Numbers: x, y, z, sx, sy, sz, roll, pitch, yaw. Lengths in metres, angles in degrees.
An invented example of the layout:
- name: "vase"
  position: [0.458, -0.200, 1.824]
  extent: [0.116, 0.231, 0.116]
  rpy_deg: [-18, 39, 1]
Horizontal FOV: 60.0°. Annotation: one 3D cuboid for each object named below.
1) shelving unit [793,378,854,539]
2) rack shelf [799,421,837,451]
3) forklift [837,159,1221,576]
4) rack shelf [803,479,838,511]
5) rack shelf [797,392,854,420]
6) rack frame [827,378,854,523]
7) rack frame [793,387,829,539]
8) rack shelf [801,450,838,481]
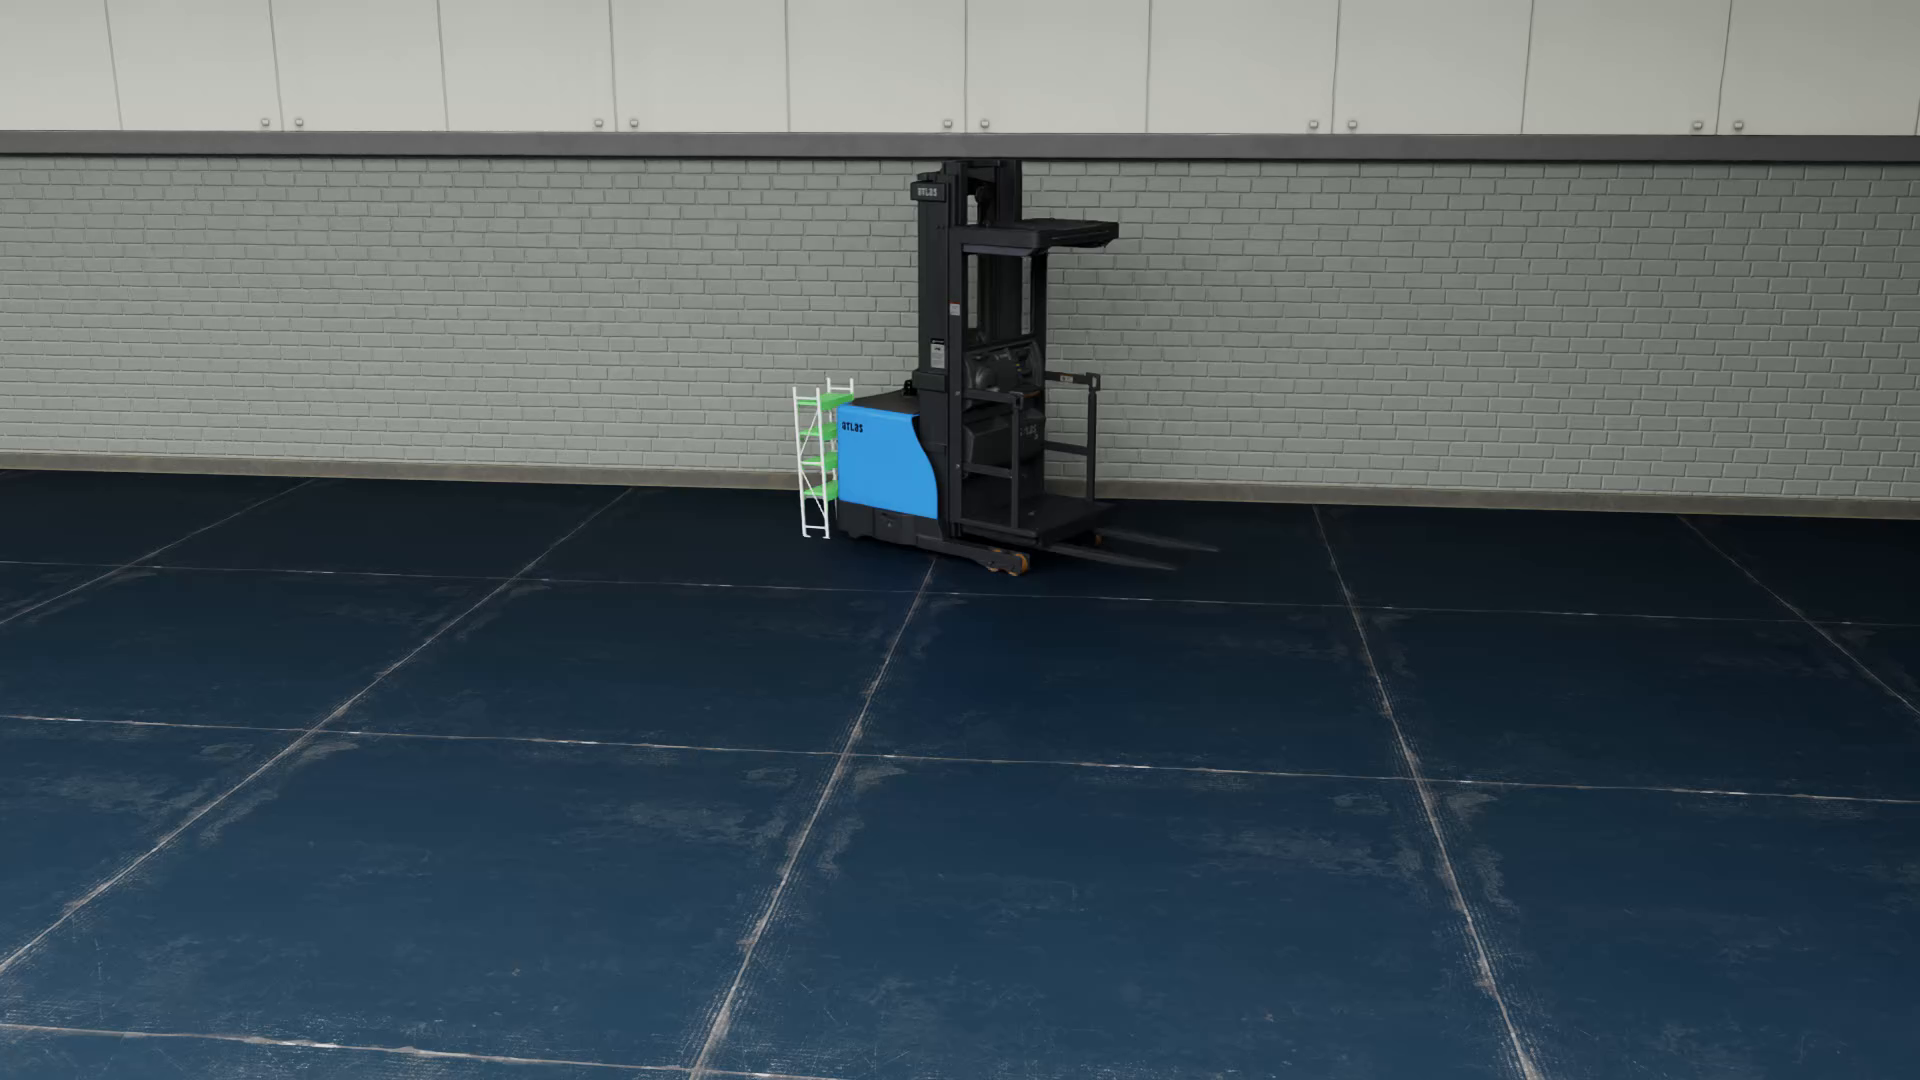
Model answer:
- name: "shelving unit"
  position: [-1.053, -0.659, 13.277]
  extent: [0.258, 1.200, 0.503]
  rpy_deg: [5, 16, 28]
- name: "rack shelf"
  position: [-1.060, -0.830, 13.235]
  extent: [0.258, 0.148, 0.480]
  rpy_deg: [5, 16, 28]
- name: "forklift"
  position: [0.497, -1.305, 12.374]
  extent: [3.031, 2.935, 1.130]
  rpy_deg: [11, 19, 36]
- name: "rack shelf"
  position: [-1.040, -0.364, 13.349]
  extent: [0.258, 0.148, 0.480]
  rpy_deg: [5, 16, 28]
- name: "rack shelf"
  position: [-1.071, -1.063, 13.178]
  extent: [0.258, 0.148, 0.480]
  rpy_deg: [5, 16, 28]
- name: "rack frame"
  position: [-0.936, -0.715, 13.484]
  extent: [0.240, 1.200, 0.015]
  rpy_deg: [5, 16, 28]
- name: "rack frame"
  position: [-1.169, -0.603, 13.070]
  extent: [0.240, 1.200, 0.015]
  rpy_deg: [5, 16, 28]
- name: "rack shelf"
  position: [-1.050, -0.597, 13.292]
  extent: [0.258, 0.148, 0.480]
  rpy_deg: [5, 16, 28]
